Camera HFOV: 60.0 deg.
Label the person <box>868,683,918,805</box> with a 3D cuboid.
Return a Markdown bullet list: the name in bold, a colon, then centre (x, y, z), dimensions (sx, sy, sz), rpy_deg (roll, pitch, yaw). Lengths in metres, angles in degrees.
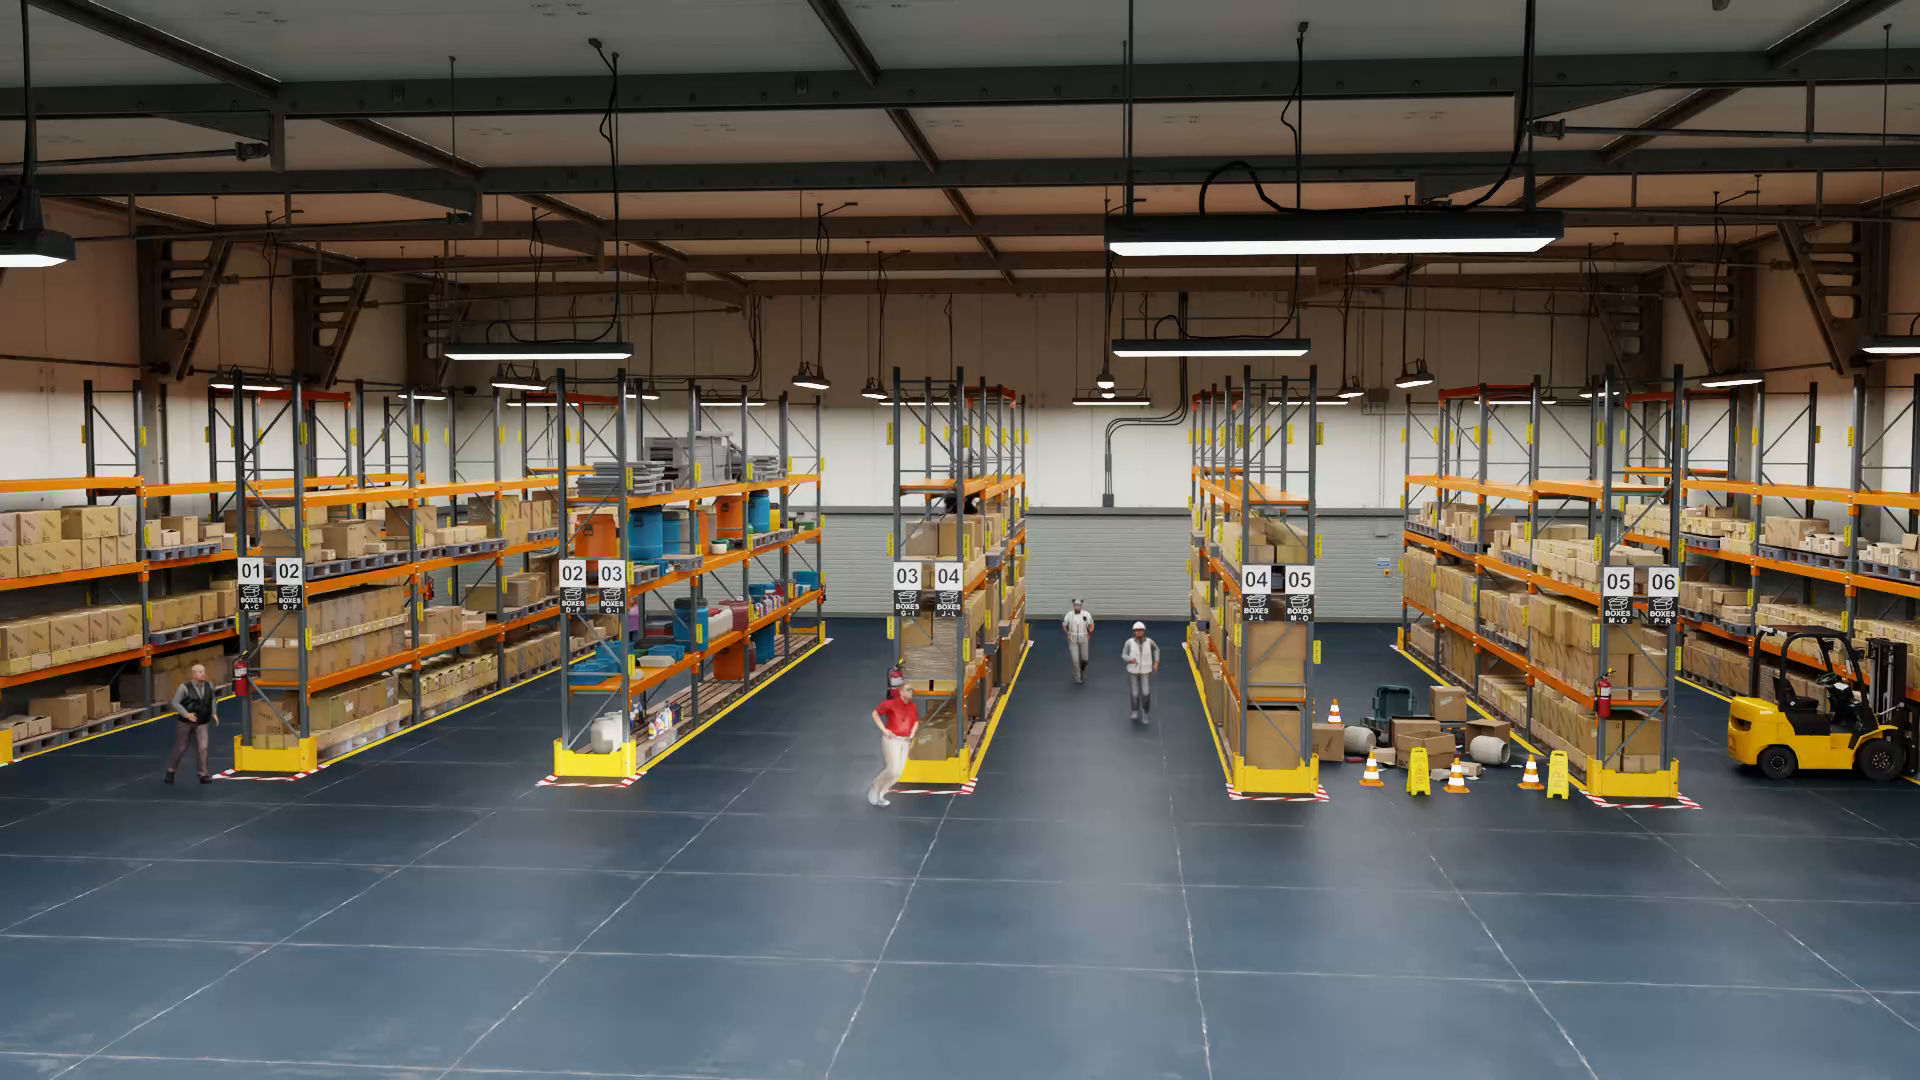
- **person**: centre (-0.850, 2.766, 22.583), dimensions (0.738, 1.643, 0.574), rpy_deg (-3, 5, -43)

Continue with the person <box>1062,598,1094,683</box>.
- **person**: centre (2.402, 2.032, 33.775), dimensions (0.640, 1.736, 0.596), rpy_deg (0, 4, 3)

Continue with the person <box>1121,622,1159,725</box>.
- **person**: centre (3.147, 2.337, 29.000), dimensions (0.672, 1.832, 0.731), rpy_deg (0, 4, 4)

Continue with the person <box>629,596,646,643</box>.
- **person**: centre (-7.073, 1.973, 35.926), dimensions (0.519, 1.582, 0.615), rpy_deg (0, 4, -1)

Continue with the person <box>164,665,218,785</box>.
- **person**: centre (-10.921, 2.635, 23.799), dimensions (0.984, 1.693, 0.699), rpy_deg (3, 5, 44)
